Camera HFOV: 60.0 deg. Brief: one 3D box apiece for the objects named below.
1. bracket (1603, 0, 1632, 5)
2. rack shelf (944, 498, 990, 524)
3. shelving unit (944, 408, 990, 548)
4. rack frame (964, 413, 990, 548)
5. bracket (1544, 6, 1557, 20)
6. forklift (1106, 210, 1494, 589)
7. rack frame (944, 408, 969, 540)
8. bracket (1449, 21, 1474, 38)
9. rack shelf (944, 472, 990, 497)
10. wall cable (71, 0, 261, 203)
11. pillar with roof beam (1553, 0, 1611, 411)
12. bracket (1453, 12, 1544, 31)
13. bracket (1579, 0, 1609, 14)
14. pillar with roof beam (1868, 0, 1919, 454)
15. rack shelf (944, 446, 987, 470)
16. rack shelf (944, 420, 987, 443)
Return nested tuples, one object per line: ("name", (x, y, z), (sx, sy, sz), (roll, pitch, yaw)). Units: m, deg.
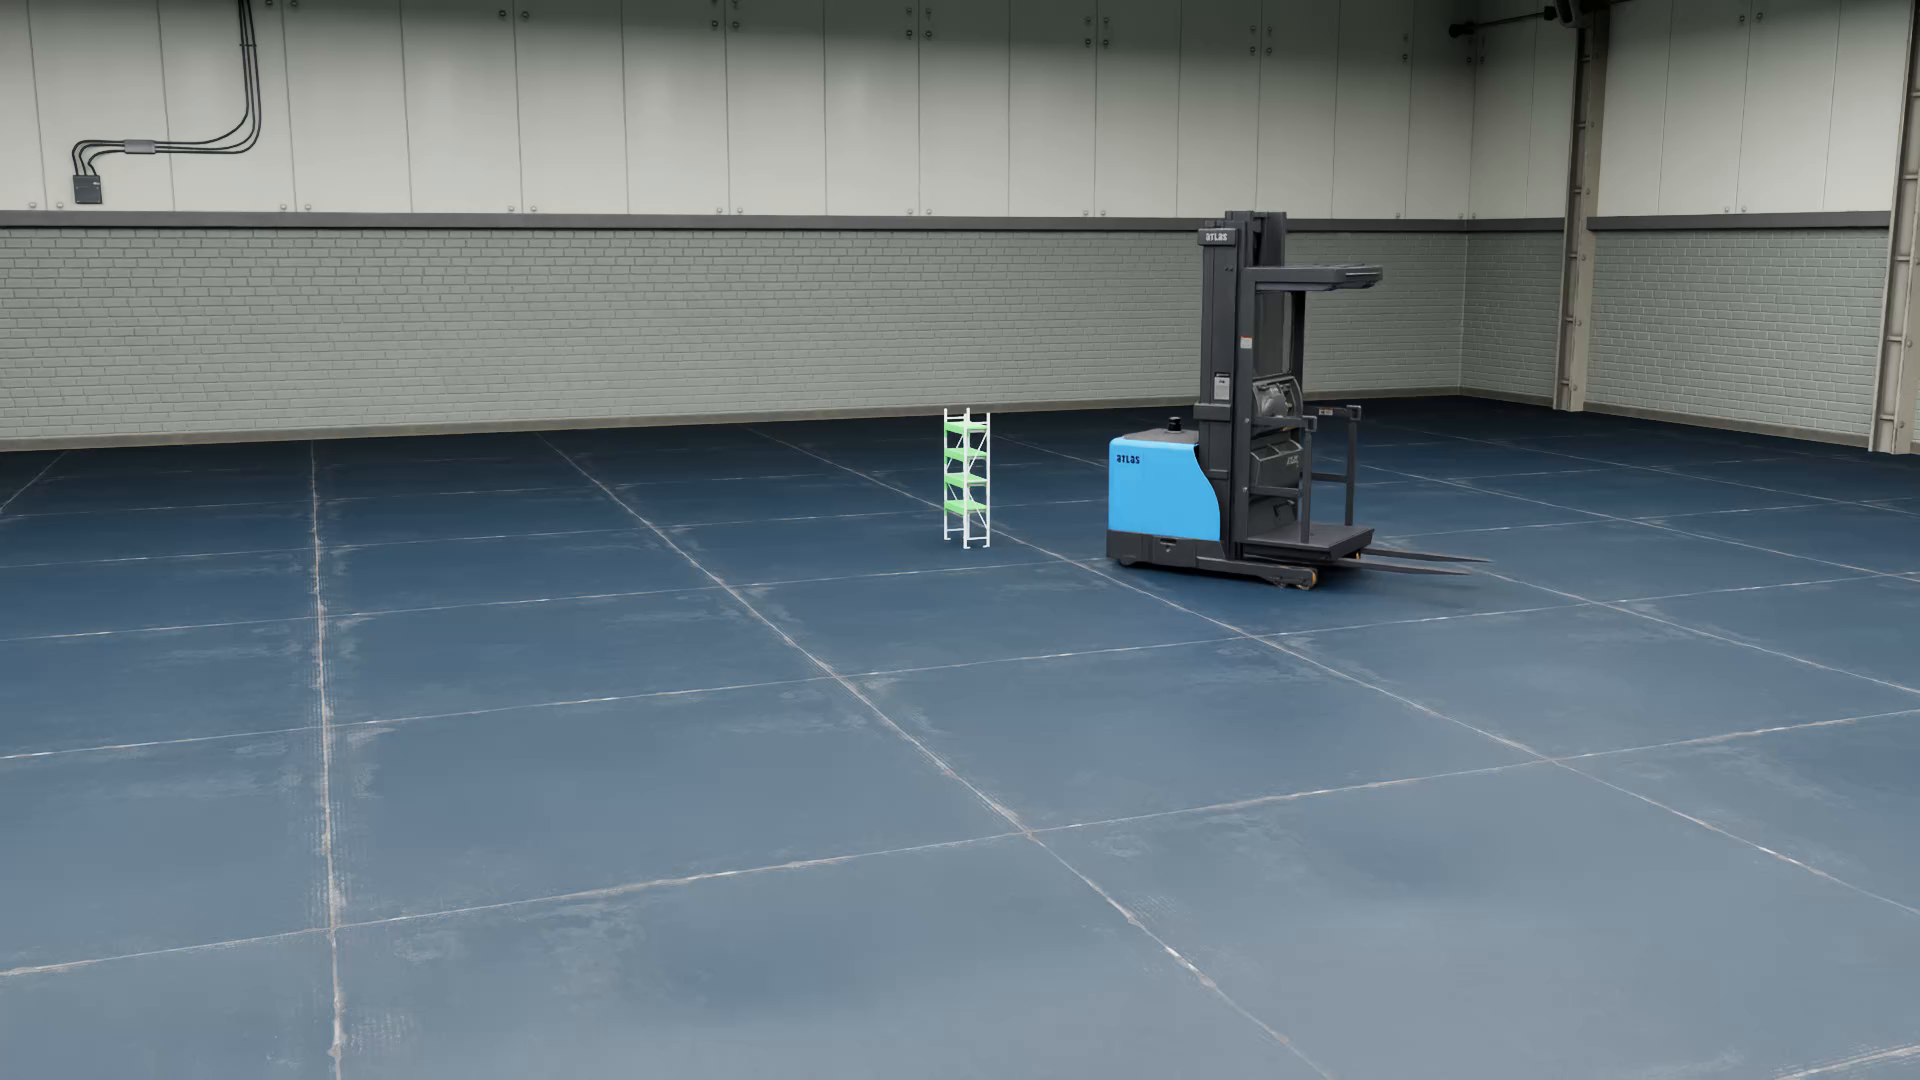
("bracket", (10.709, -7.819, 23.232), (0.076, 0.066, 4.783), (-4, 11, -21))
("rack shelf", (0.060, -0.265, 15.046), (0.258, 0.148, 0.480), (-4, 11, -21))
("shelving unit", (0.060, -0.564, 14.993), (0.258, 1.200, 0.503), (-4, 11, -21))
("rack frame", (0.148, -0.524, 14.769), (0.240, 1.200, 0.015), (-4, 11, -21))
("bracket", (9.475, -8.375, 26.358), (0.235, 0.232, 0.430), (-4, 11, -21))
("forklift", (2.751, -1.161, 13.406), (3.031, 2.935, 1.130), (6, 12, 32))
("rack frame", (-0.028, -0.604, 15.217), (0.240, 1.200, 0.015), (-4, 11, -21))
("bracket", (8.616, -8.762, 28.533), (0.235, 0.232, 0.430), (-4, 11, -21))
("rack shelf", (0.060, -0.501, 15.004), (0.258, 0.148, 0.480), (-4, 11, -21))
("wall cable", (-10.384, -7.397, 21.431), (2.305, 6.003, 0.169), (-4, 11, -21))
("pillar with roof beam", (5.943, -6.284, 24.884), (9.100, 9.000, 0.548), (-4, 11, -21))
("bracket", (8.830, -8.665, 27.991), (0.076, 0.066, 3.189), (-4, 11, -21))
("bracket", (9.775, -8.239, 25.597), (0.235, 0.232, 0.430), (-4, 11, -21))
("pillar with roof beam", (8.118, -5.305, 19.378), (9.100, 9.000, 0.400), (-4, 11, -21))
("rack shelf", (0.060, -0.737, 14.962), (0.258, 0.148, 0.480), (-4, 11, -21))
("rack shelf", (0.060, -0.973, 14.920), (0.258, 0.148, 0.480), (-4, 11, -21))
